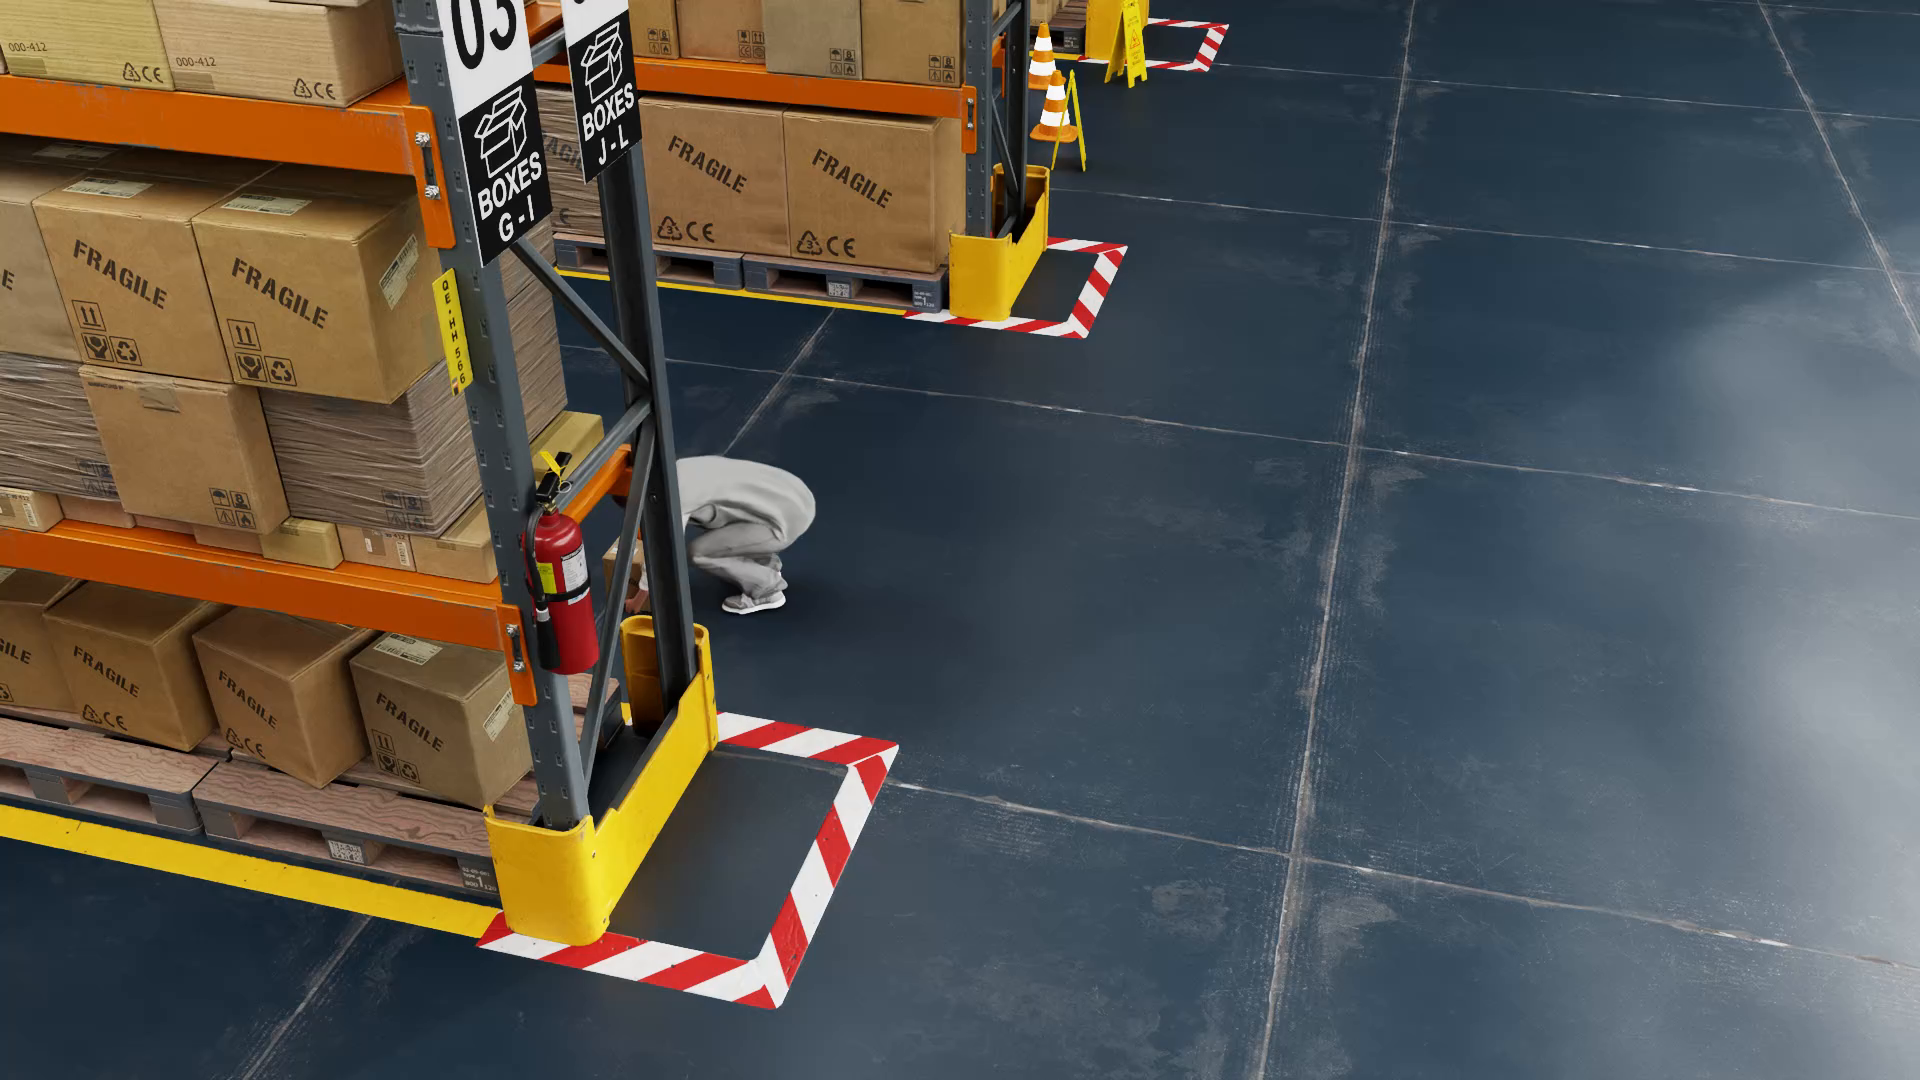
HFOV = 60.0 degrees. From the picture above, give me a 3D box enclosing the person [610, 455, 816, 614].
[{"bbox_3d":[-1.044,-0.025,7.068,0.870,0.726,0.424,-1,33,-2],"label":"person"}]
